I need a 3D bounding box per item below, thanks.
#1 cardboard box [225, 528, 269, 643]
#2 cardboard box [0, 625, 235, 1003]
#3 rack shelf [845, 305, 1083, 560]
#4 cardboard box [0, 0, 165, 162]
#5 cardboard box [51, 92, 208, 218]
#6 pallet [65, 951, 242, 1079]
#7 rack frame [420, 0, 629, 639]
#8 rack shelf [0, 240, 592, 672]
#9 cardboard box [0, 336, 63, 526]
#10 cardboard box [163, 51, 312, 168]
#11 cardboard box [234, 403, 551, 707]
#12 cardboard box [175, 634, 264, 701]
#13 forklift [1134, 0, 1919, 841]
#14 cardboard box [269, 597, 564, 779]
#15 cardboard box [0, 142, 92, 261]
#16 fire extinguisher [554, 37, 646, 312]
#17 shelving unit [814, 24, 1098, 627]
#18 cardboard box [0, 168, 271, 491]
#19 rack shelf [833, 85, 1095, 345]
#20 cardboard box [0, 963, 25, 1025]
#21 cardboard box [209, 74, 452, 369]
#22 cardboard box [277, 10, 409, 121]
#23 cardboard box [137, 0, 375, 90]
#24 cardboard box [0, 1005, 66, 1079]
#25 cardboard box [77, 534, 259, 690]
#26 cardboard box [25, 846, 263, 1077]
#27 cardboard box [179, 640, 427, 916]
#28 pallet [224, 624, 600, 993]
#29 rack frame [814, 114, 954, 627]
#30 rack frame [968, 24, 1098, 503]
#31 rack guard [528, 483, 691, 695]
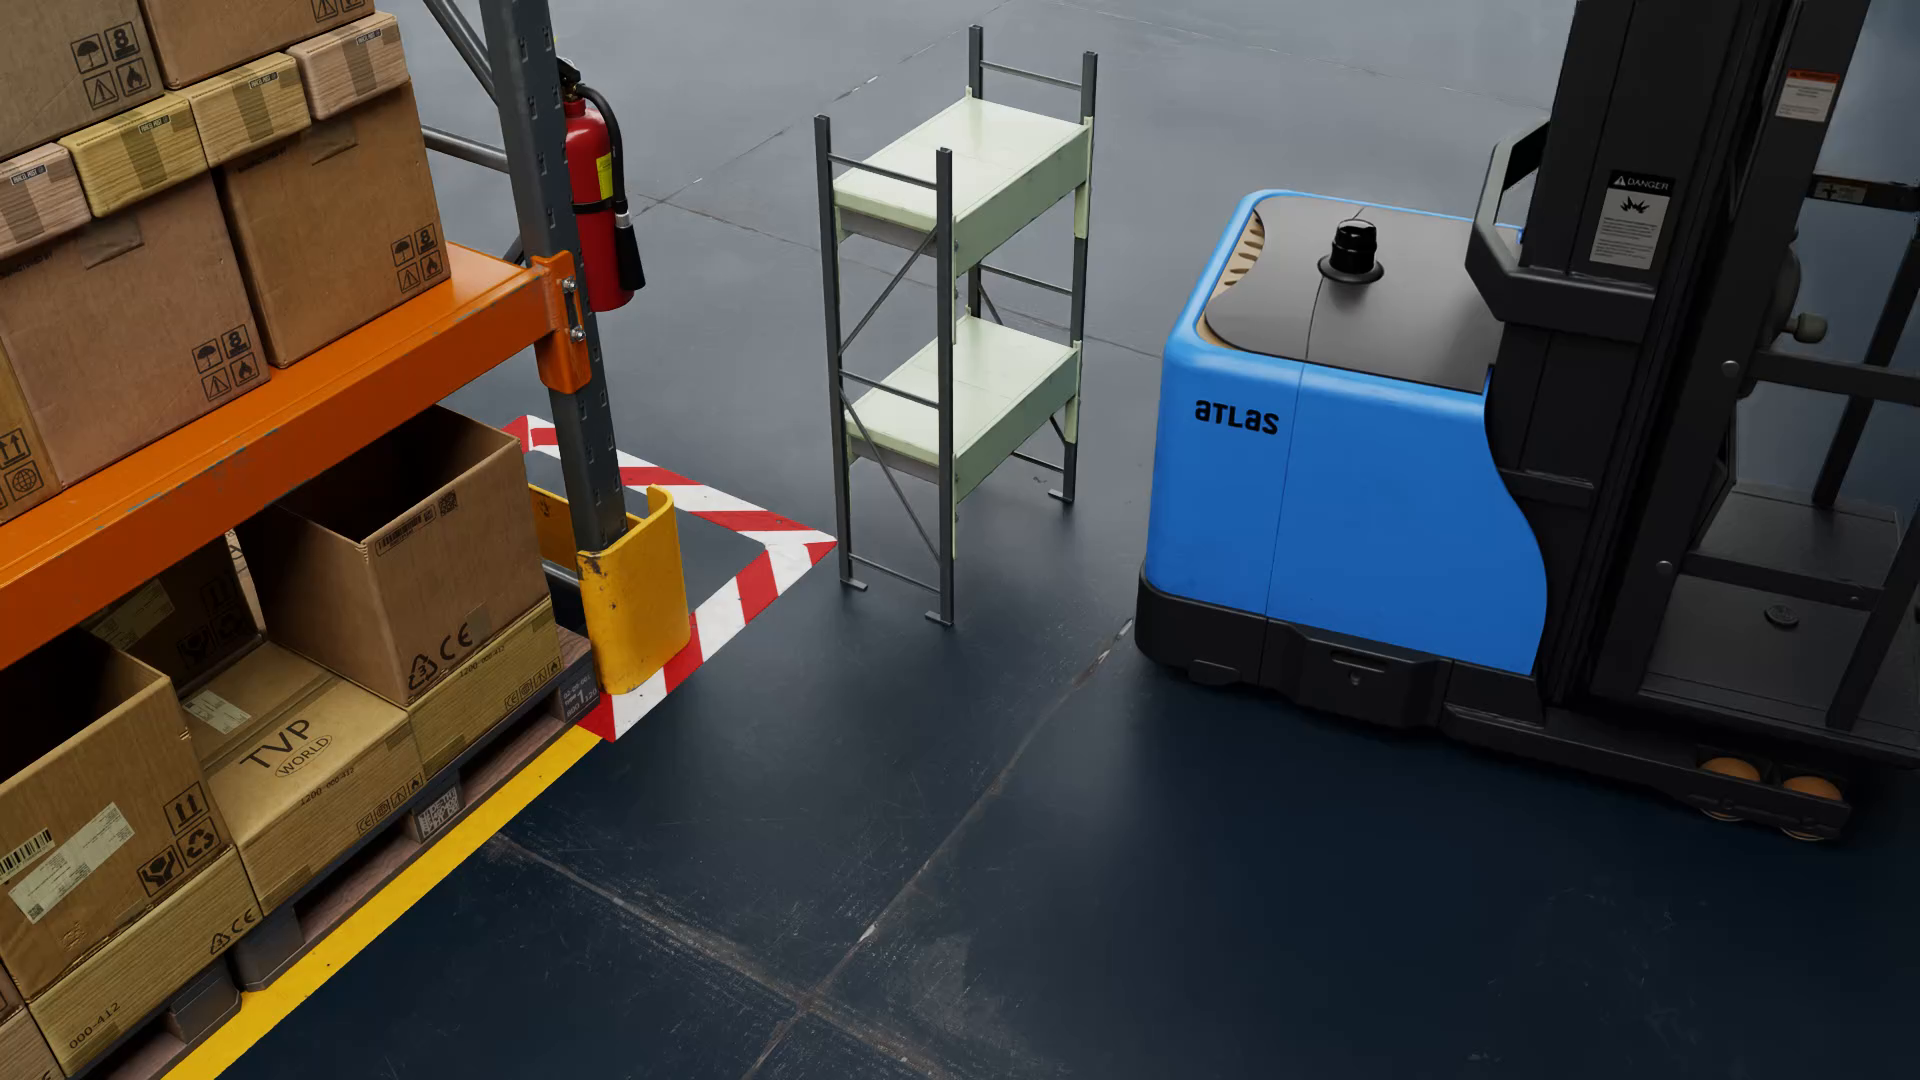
[{"bbox_3d":[-1.838,0.123,4.541,0.500,0.250,0.500,21,42,25],"label":"cardboard box"},{"bbox_3d":[-1.922,0.517,3.417,0.500,0.500,0.500,21,42,25],"label":"cardboard box"},{"bbox_3d":[0.004,-0.339,4.996,0.431,0.370,0.720,21,42,25],"label":"rack shelf"},{"bbox_3d":[-1.929,-1.020,2.971,0.700,0.500,0.500,20,42,24],"label":"cardboard box"},{"bbox_3d":[-1.683,-0.773,3.183,0.380,0.149,0.250,21,42,24],"label":"cardboard box"},{"bbox_3d":[-2.392,1.136,3.604,1.003,0.211,1.213,21,42,25],"label":"pallet"},{"bbox_3d":[-1.363,-1.003,4.094,1.000,3.000,0.127,21,42,25],"label":"rack frame"},{"bbox_3d":[-2.435,0.313,2.976,1.077,0.370,4.000,21,42,25],"label":"rack shelf"},{"bbox_3d":[-2.172,-0.280,3.074,0.700,0.500,0.500,21,43,25],"label":"cardboard box"},{"bbox_3d":[-1.546,-0.905,3.354,0.380,0.149,0.250,22,43,26],"label":"cardboard box"},{"bbox_3d":[-1.399,-0.004,4.092,0.500,0.500,0.500,21,42,25],"label":"cardboard box"},{"bbox_3d":[-2.103,0.382,4.205,0.500,0.250,0.500,21,42,25],"label":"cardboard box"},{"bbox_3d":[2.072,-0.760,3.836,3.031,2.935,1.130,13,39,16],"label":"forklift"},{"bbox_3d":[-1.401,0.293,4.321,0.500,0.250,0.500,21,42,25],"label":"cardboard box"},{"bbox_3d":[-1.819,-0.644,3.015,0.380,0.149,0.250,22,43,26],"label":"cardboard box"},{"bbox_3d":[-0.907,-0.881,4.000,0.296,0.674,0.183,21,42,25],"label":"fire extinguisher"},{"bbox_3d":[0.004,-0.597,4.797,0.431,1.500,0.755,21,42,25],"label":"shelving unit"},{"bbox_3d":[-1.901,-0.534,3.404,0.700,0.500,0.500,22,43,26],"label":"cardboard box"},{"bbox_3d":[0.004,-0.907,4.558,0.431,0.370,0.720,21,42,25],"label":"rack shelf"},{"bbox_3d":[-2.191,0.774,3.083,0.500,0.500,0.500,21,42,25],"label":"cardboard box"},{"bbox_3d":[-1.624,-0.806,3.757,0.700,0.500,0.500,21,42,25],"label":"cardboard box"},{"bbox_3d":[-1.407,-1.040,3.529,0.380,0.149,0.250,20,42,24],"label":"cardboard box"},{"bbox_3d":[-1.652,-1.293,3.325,0.700,0.500,0.500,21,42,25],"label":"cardboard box"},{"bbox_3d":[-2.194,1.070,3.313,0.500,0.250,0.500,21,42,25],"label":"cardboard box"},{"bbox_3d":[-2.104,0.085,3.977,0.500,0.500,0.500,21,42,25],"label":"cardboard box"},{"bbox_3d":[-1.925,0.813,3.647,0.500,0.250,0.500,21,42,25],"label":"cardboard box"},{"bbox_3d":[-1.659,0.554,3.982,0.500,0.250,0.500,21,42,25],"label":"cardboard box"},{"bbox_3d":[-1.737,0.509,4.416,1.003,0.211,1.213,21,42,25],"label":"pallet"},{"bbox_3d":[-0.193,-0.409,4.552,0.400,1.500,0.023,21,42,25],"label":"rack frame"},{"bbox_3d":[0.200,-0.786,5.041,0.400,1.500,0.023,21,42,25],"label":"rack frame"},{"bbox_3d":[-1.350,-0.025,4.873,1.175,0.500,0.348,21,42,25],"label":"rack guard"}]
